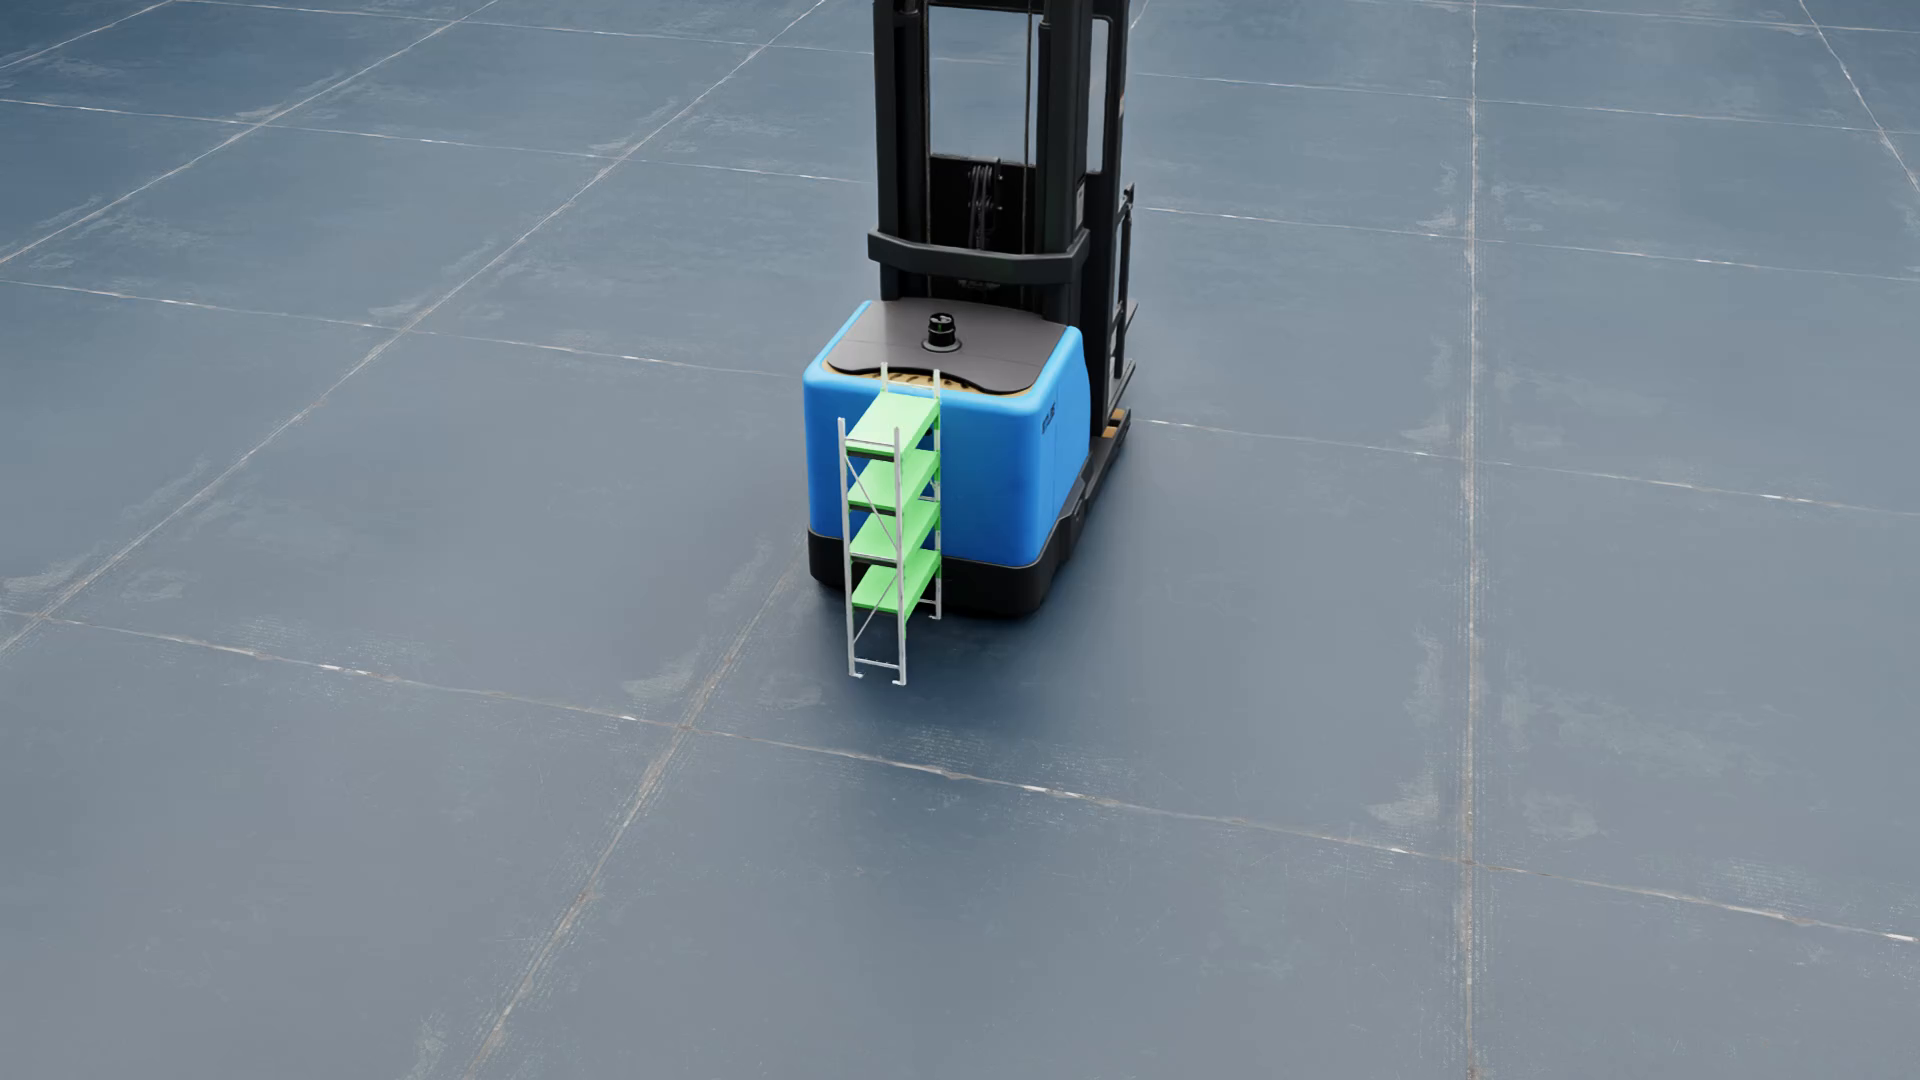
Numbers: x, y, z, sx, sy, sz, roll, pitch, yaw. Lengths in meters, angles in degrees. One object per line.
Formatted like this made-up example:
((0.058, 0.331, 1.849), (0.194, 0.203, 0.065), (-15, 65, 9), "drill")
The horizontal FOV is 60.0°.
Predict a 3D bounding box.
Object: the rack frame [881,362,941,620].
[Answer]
((-0.198, -0.180, 6.915), (0.240, 1.200, 0.015), (9, 34, 14), "rack frame")

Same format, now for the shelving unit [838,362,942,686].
((-0.268, -0.055, 6.718), (0.258, 1.200, 0.503), (9, 34, 14), "shelving unit")

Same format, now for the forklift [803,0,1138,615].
((0.248, -1.700, 7.691), (1.130, 2.935, 3.031), (9, 34, 14), "forklift")

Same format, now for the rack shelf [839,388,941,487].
((-0.268, -0.406, 6.495), (0.258, 0.148, 0.480), (9, 34, 14), "rack shelf")

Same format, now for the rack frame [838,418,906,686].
((-0.339, 0.070, 6.521), (0.240, 1.200, 0.015), (9, 34, 14), "rack frame")

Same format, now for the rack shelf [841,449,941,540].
((-0.268, -0.204, 6.624), (0.258, 0.148, 0.480), (9, 34, 14), "rack shelf")

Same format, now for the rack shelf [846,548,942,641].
((-0.268, 0.201, 6.881), (0.258, 0.148, 0.480), (9, 34, 14), "rack shelf")

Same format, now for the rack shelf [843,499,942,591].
((-0.268, -0.001, 6.753), (0.258, 0.148, 0.480), (9, 34, 14), "rack shelf")
